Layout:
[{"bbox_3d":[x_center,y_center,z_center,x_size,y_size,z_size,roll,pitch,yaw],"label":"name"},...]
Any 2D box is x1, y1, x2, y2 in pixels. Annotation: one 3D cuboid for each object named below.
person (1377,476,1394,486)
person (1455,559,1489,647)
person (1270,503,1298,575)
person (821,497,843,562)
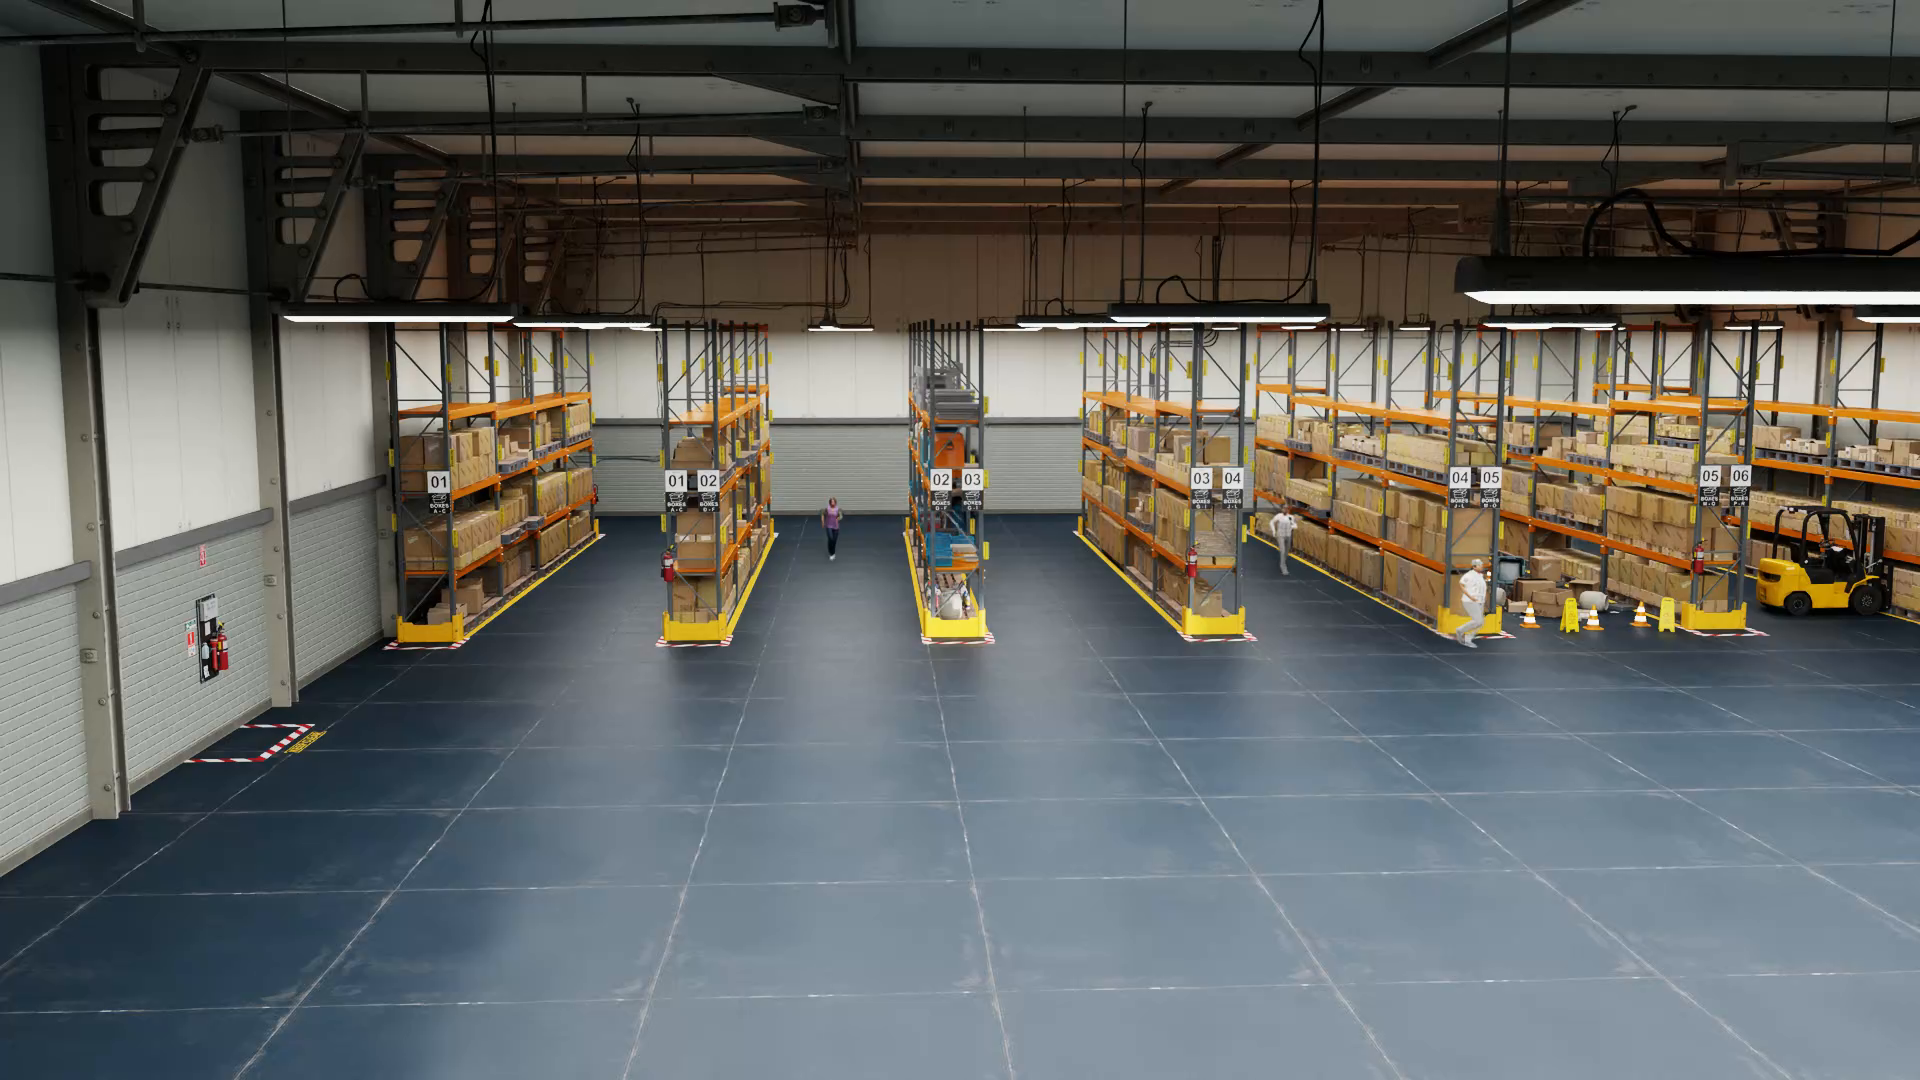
[{"bbox_3d":[12.549,-1.242,49.504,0.721,1.791,0.763,0,7,0],"label":"person"},{"bbox_3d":[9.466,1.153,30.590,0.637,1.625,0.510,-7,10,-44],"label":"person"},{"bbox_3d":[7.786,-0.065,39.901,0.608,1.684,0.905,-1,7,-7],"label":"person"},{"bbox_3d":[-3.233,-0.266,42.149,0.498,1.622,0.783,-2,7,-15],"label":"person"}]
